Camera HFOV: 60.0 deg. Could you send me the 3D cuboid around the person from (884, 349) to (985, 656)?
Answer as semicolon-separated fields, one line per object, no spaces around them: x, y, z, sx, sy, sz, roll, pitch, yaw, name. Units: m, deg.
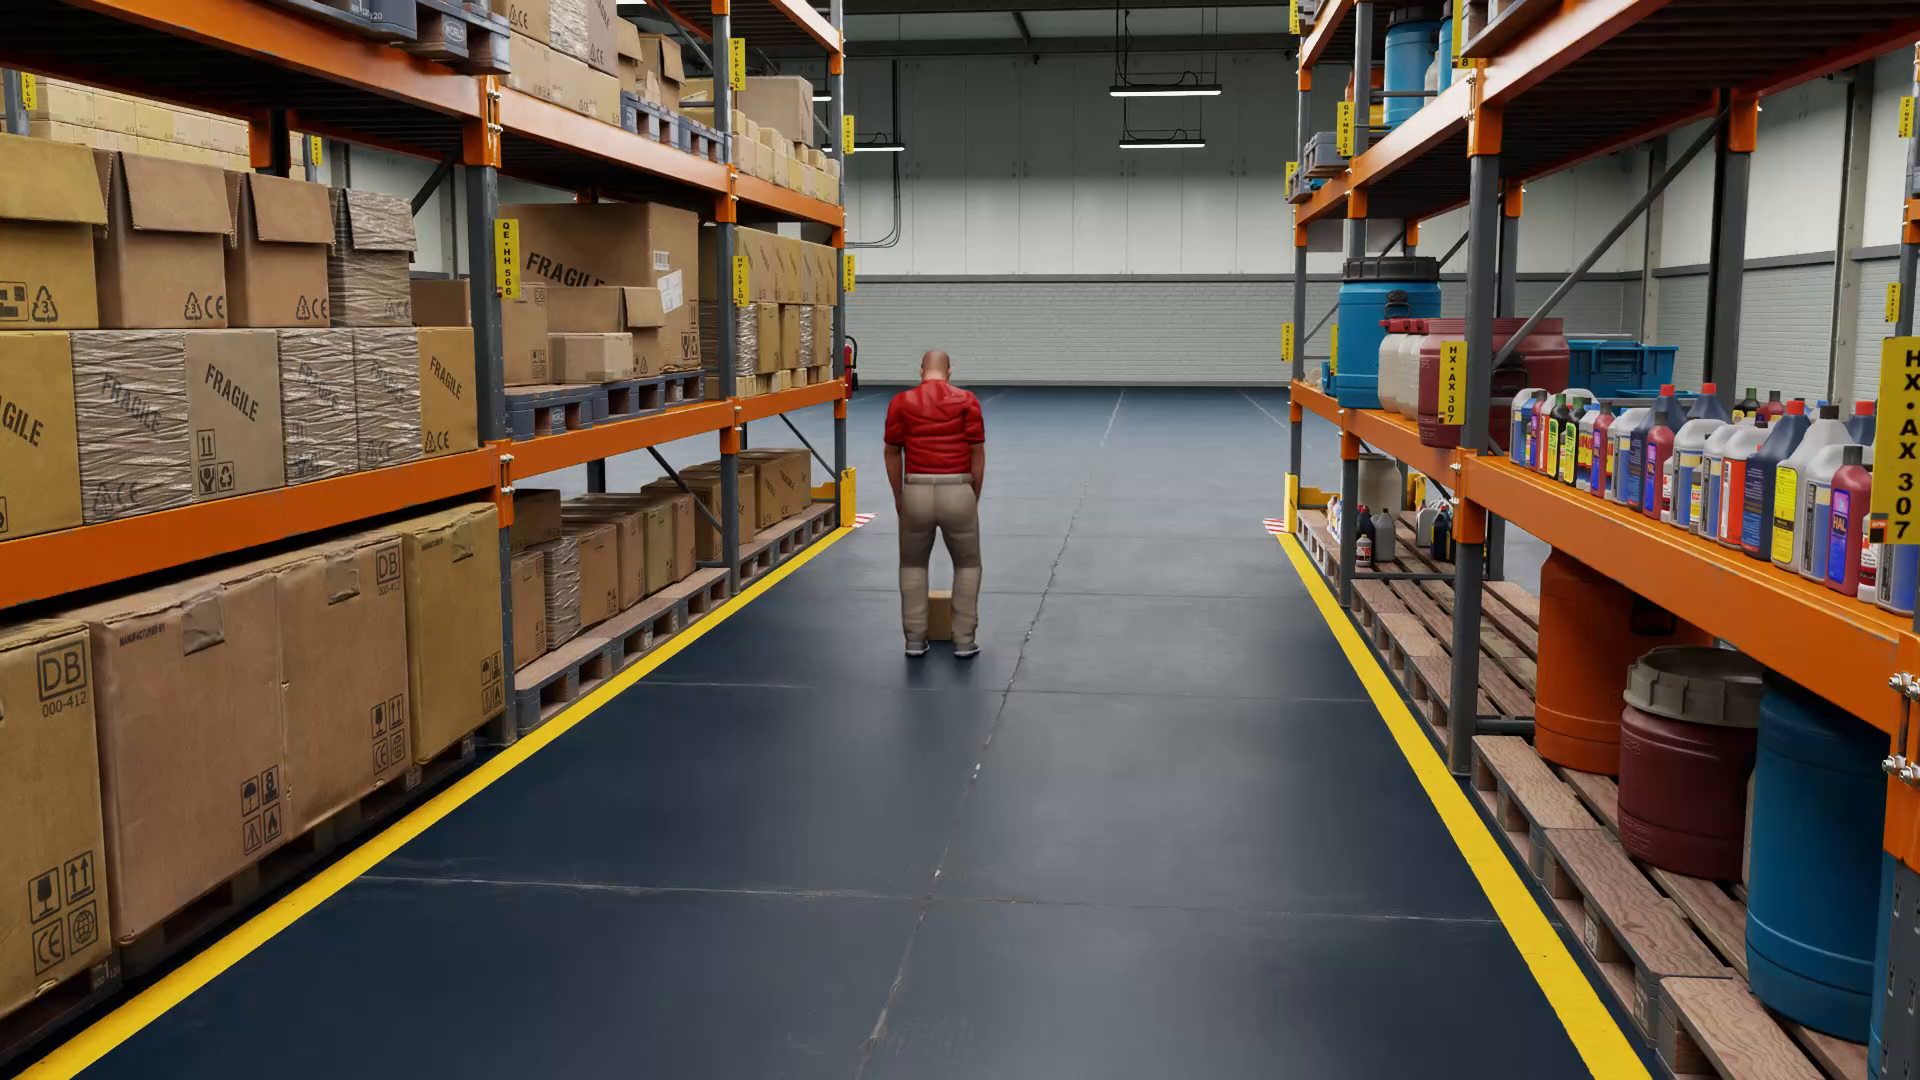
-0.139;-0.197;9.089;0.557;1.677;0.431;1;8;8;person
